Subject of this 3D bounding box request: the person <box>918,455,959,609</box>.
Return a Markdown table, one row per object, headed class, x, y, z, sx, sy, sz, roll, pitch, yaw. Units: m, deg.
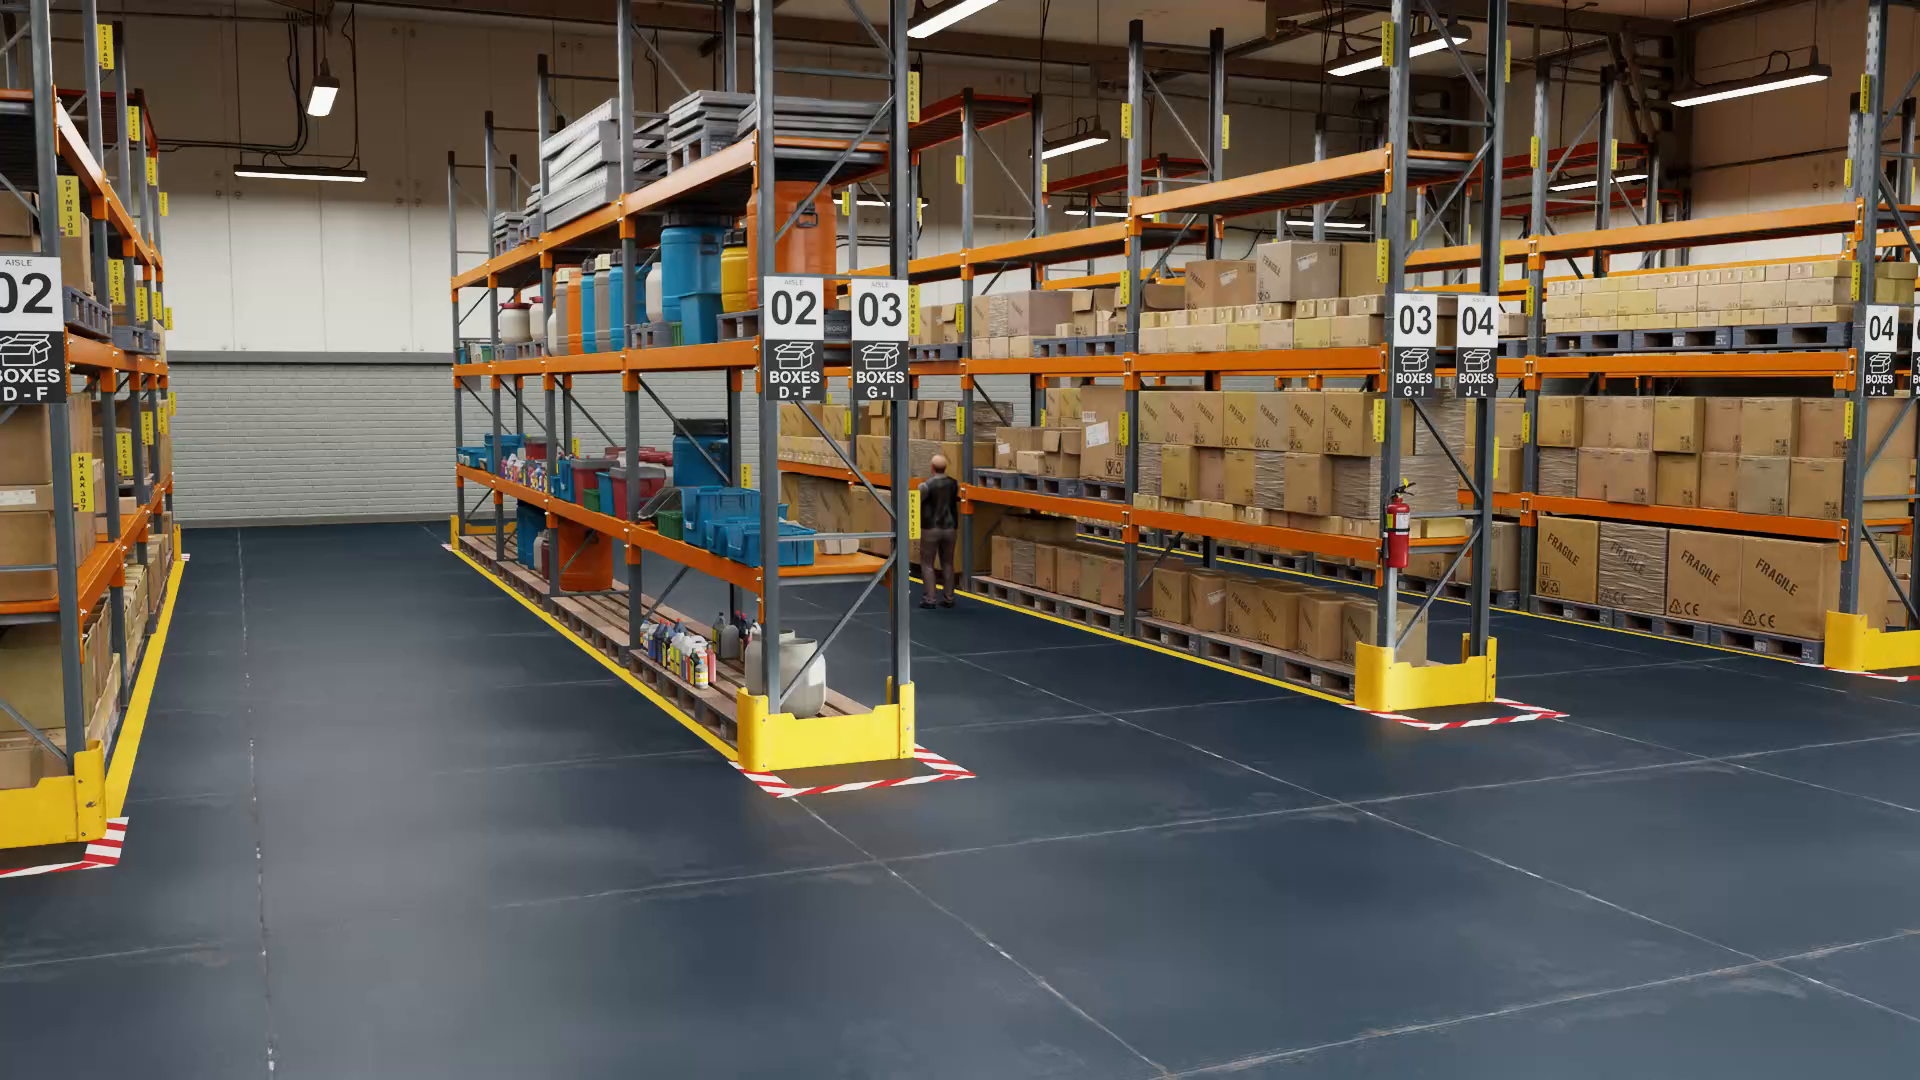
| class | x | y | z | sx | sy | sz | roll | pitch | yaw |
| --- | --- | --- | --- | --- | --- | --- | --- | --- | --- |
| person | -0.284 | -0.098 | 18.781 | 0.508 | 1.722 | 0.547 | -2 | 6 | -24 |
